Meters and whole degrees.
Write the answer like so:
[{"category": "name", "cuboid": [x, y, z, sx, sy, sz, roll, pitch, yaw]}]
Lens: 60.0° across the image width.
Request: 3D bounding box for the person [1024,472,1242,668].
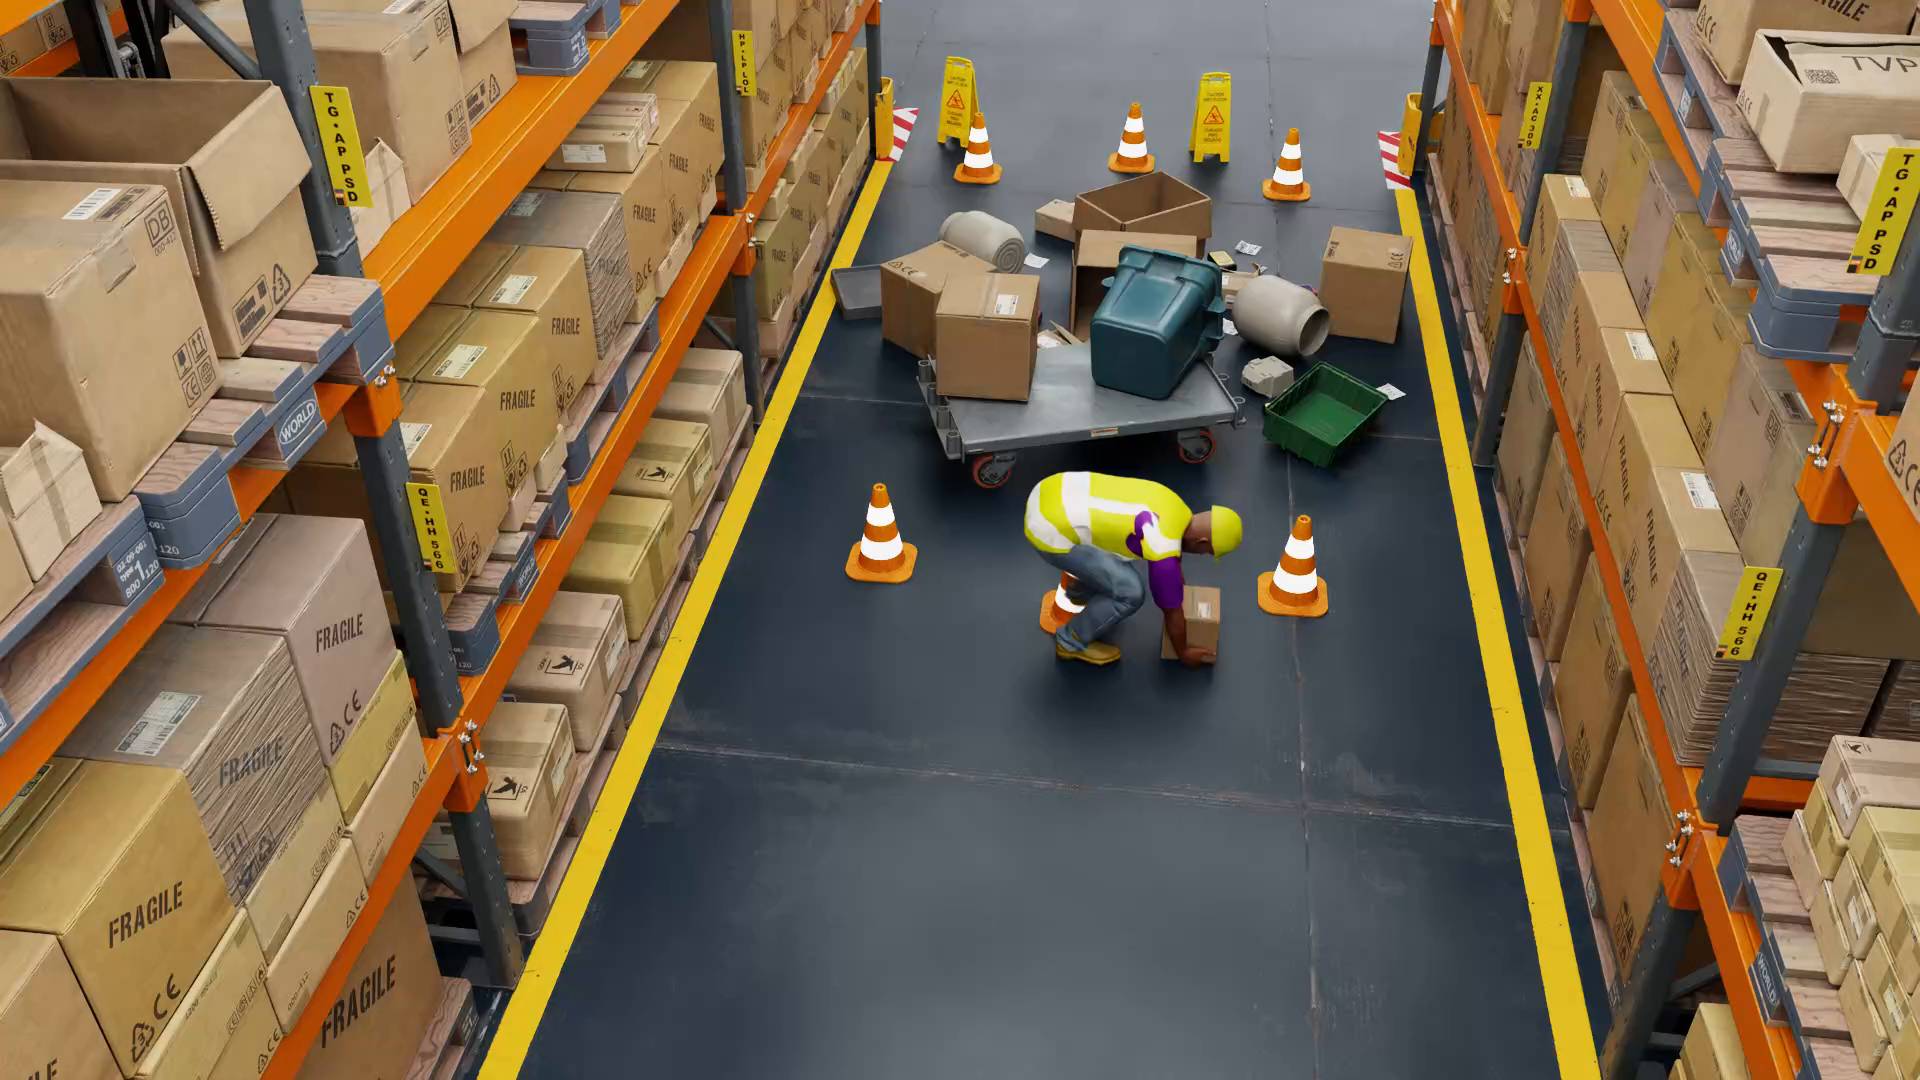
[{"category": "person", "cuboid": [0.778, 0.113, 7.612, 0.979, 0.905, 0.510, 3, 36, 4]}]
